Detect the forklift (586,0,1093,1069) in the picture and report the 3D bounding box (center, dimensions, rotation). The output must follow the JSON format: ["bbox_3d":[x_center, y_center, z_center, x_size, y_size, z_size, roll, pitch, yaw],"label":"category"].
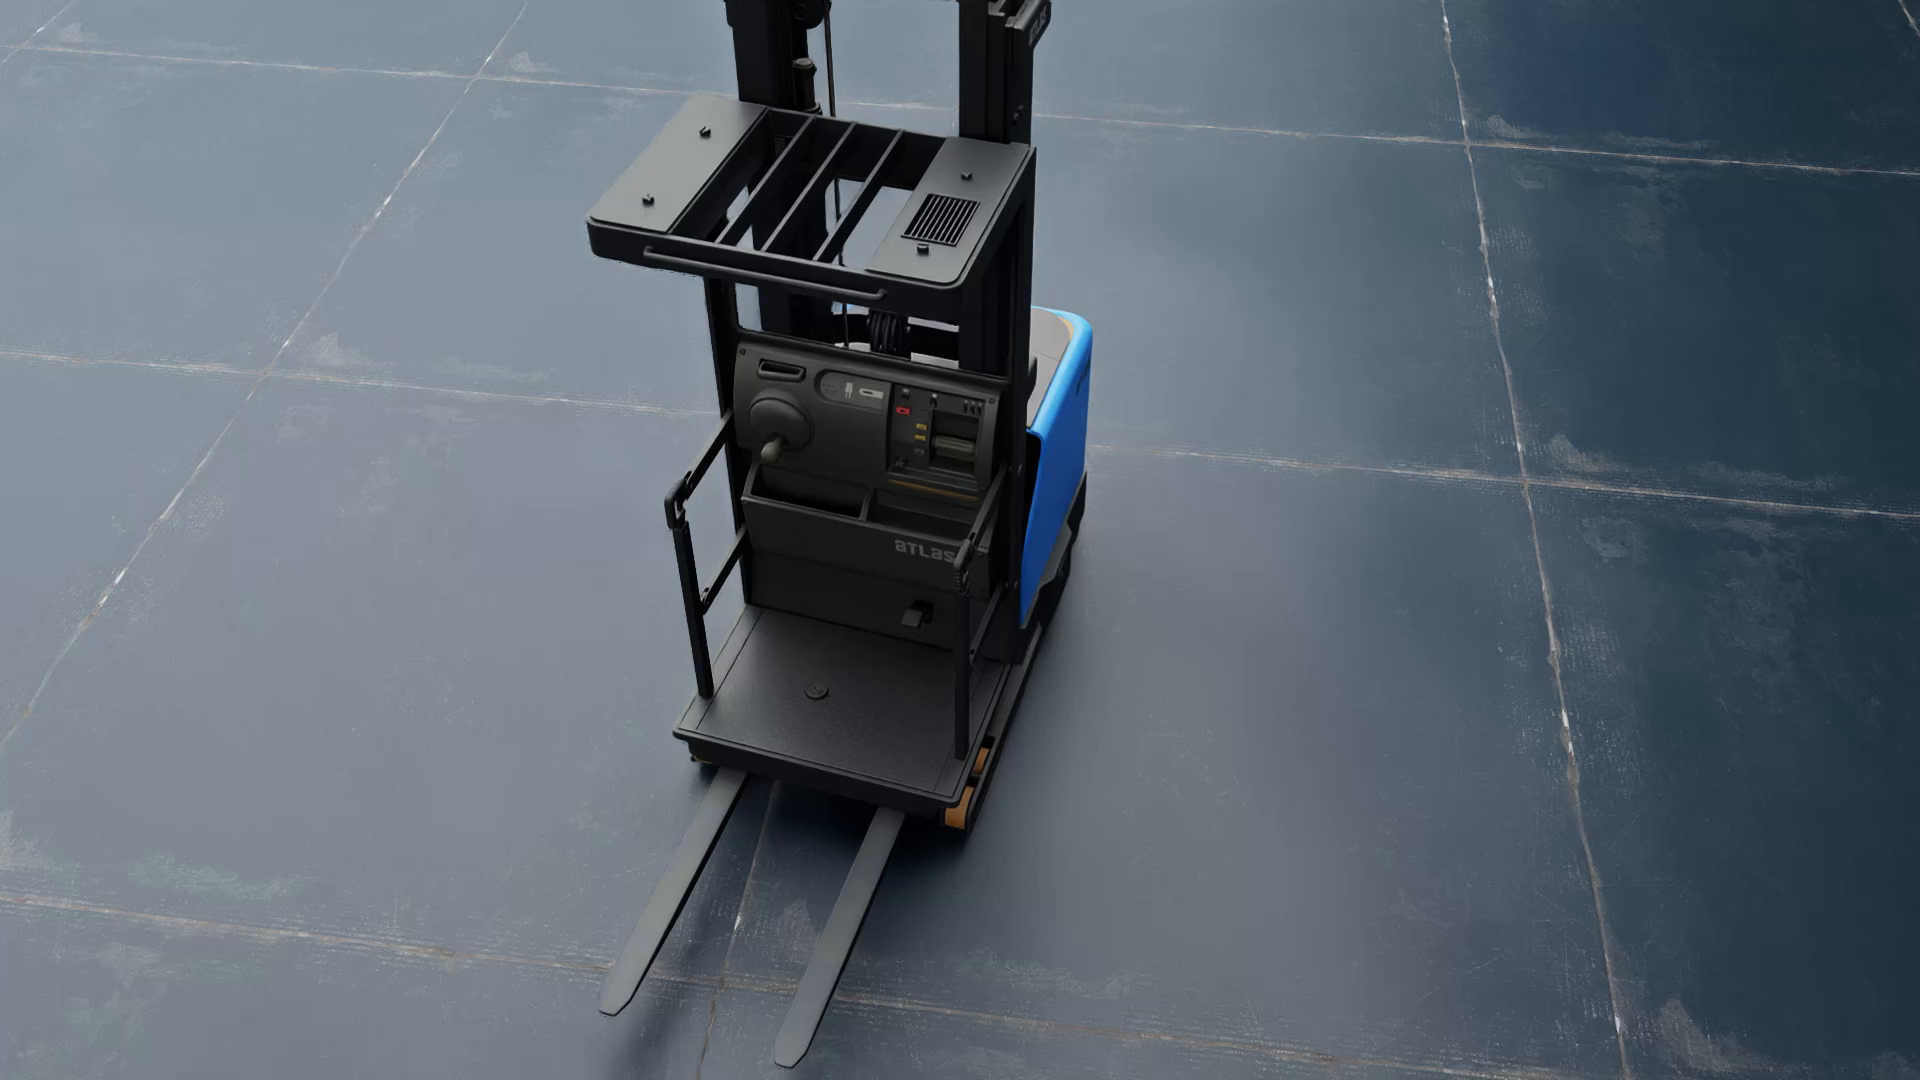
[{"bbox_3d":[-0.385,-0.315,5.451,1.130,2.935,3.031,12,45,13],"label":"forklift"}]
